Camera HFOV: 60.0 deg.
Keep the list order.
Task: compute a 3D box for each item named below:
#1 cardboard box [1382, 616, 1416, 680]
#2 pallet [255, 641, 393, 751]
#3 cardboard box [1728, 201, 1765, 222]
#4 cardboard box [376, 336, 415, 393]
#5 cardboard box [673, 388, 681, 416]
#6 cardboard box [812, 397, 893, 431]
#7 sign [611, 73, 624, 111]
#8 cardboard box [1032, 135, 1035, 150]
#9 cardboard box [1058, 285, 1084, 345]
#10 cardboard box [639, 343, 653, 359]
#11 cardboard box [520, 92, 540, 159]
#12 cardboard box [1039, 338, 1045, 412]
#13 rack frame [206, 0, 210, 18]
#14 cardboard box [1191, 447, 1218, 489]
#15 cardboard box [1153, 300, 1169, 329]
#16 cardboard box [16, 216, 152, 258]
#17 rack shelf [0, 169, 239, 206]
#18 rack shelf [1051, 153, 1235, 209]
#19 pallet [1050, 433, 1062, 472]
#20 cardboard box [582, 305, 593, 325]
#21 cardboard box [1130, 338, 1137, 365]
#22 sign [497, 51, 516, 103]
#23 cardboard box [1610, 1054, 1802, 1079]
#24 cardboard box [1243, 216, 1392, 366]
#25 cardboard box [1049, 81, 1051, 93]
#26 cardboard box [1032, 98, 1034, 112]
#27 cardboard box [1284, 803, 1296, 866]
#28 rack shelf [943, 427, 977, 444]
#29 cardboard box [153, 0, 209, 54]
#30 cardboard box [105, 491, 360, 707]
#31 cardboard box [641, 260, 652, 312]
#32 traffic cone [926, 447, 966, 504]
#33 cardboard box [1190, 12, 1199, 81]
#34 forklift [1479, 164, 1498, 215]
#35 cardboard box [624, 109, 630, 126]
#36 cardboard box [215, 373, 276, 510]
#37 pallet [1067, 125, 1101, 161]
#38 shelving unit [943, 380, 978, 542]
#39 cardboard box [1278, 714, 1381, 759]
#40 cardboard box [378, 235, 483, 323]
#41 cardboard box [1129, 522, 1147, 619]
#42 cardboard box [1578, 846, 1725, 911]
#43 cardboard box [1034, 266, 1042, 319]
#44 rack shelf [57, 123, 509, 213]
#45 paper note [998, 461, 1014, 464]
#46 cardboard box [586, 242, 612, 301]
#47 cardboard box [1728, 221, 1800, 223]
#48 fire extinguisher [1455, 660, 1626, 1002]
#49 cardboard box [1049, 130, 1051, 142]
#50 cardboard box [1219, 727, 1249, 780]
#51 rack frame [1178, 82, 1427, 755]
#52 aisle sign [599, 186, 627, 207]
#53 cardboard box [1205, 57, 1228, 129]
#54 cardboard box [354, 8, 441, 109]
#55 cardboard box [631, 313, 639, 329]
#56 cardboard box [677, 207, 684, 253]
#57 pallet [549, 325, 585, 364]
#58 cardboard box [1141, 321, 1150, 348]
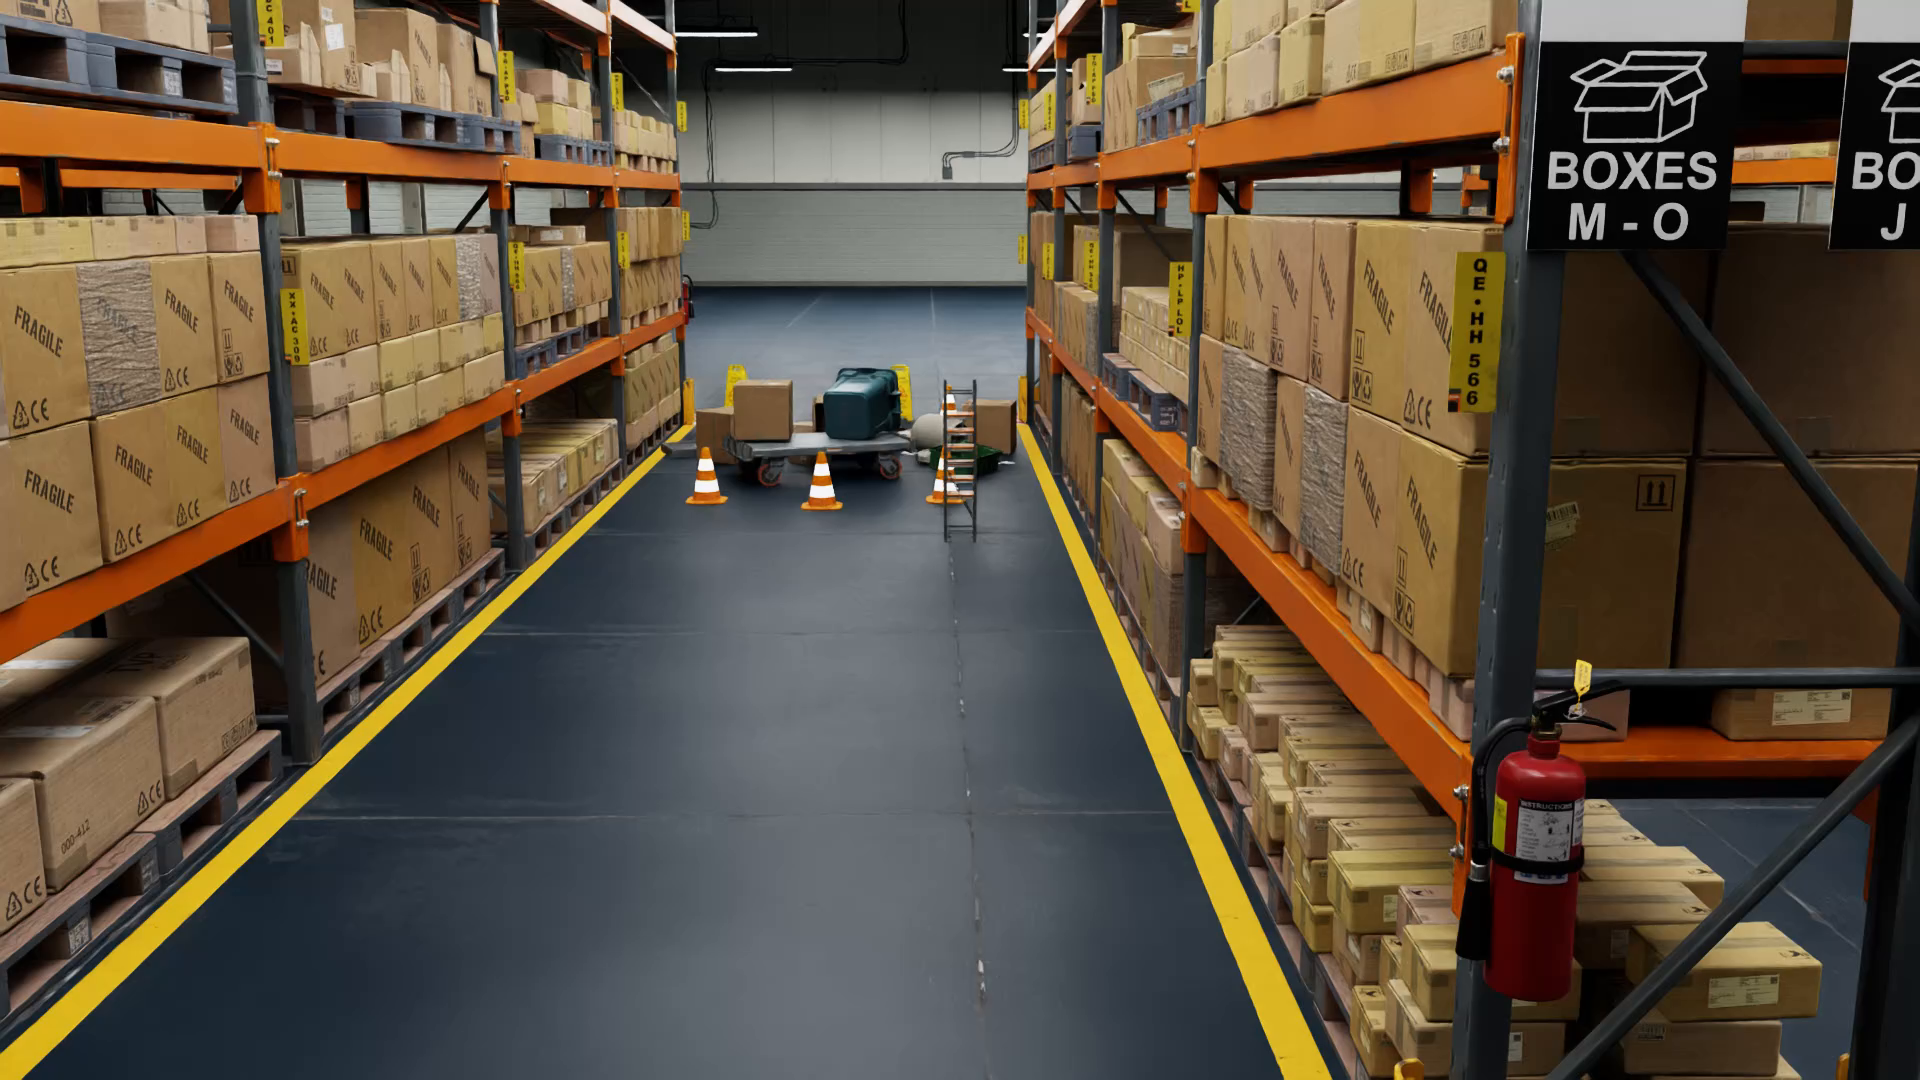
[{"bbox_3d":[1.331,0.262,4.357,0.380,0.149,0.250,0,11,-2],"label":"cardboard box"},{"bbox_3d":[-3.513,0.760,8.280,1.003,0.211,1.213,0,11,-1],"label":"pallet"},{"bbox_3d":[6.197,-2.425,14.405,1.000,1.000,1.000,0,11,-1],"label":"cardboard box"},{"bbox_3d":[-3.172,-0.917,8.656,0.500,0.250,0.500,0,11,0],"label":"cardboard box"},{"bbox_3d":[-3.384,-1.532,18.428,0.500,0.250,0.500,0,11,-1],"label":"cardboard box"},{"bbox_3d":[-1.102,-1.276,17.585,0.797,0.503,0.637,-10,15,-40],"label":"cardboard box"},{"bbox_3d":[-3.032,-3.963,14.713,0.100,0.325,0.005,0,11,-1],"label":"sign"},{"bbox_3d":[0.974,-4.311,18.043,0.380,0.149,0.250,0,11,-1],"label":"cardboard box"},{"bbox_3d":[1.113,-1.927,14.261,0.500,0.500,0.500,0,11,-1],"label":"cardboard box"},{"bbox_3d":[-3.293,-1.886,16.654,0.380,0.149,0.250,0,11,2],"label":"cardboard box"},{"bbox_3d":[-3.565,-3.072,12.353,0.797,0.503,0.637,0,11,-1],"label":"cardboard box"},{"bbox_3d":[1.357,-1.909,18.712,0.875,0.875,0.875,0,11,-1],"label":"cardboard box"},{"bbox_3d":[-8.632,-5.757,18.306,1.000,3.000,0.127,0,11,-1],"label":"rack frame"},{"bbox_3d":[1.204,-0.313,7.188,0.380,0.149,0.250,0,11,1],"label":"cardboard box"},{"bbox_3d":[1.288,-1.259,9.302,0.380,0.149,0.250,0,11,-2],"label":"cardboard box"},{"bbox_3d":[-3.182,-1.097,6.026,0.380,0.149,0.250,0,11,-2],"label":"cardboard box"},{"bbox_3d":[-8.591,-3.537,16.716,1.077,0.370,4.000,0,11,-1],"label":"rack shelf"},{"bbox_3d":[1.401,-2.804,13.100,1.077,0.370,4.000,0,11,-1],"label":"rack shelf"},{"bbox_3d":[1.422,-0.869,16.310,1.003,0.211,1.213,0,11,-1],"label":"pallet"},{"bbox_3d":[-3.263,-1.871,13.811,0.380,0.149,0.250,0,11,-1],"label":"cardboard box"},{"bbox_3d":[1.261,-1.175,10.380,0.380,0.149,0.250,0,11,2],"label":"cardboard box"},{"bbox_3d":[-2.949,-3.011,10.813,0.100,0.325,0.005,0,11,-1],"label":"sign"},{"bbox_3d":[1.917,1.387,4.290,0.380,0.149,0.250,0,11,0],"label":"cardboard box"},{"bbox_3d":[1.296,-0.884,5.860,0.500,0.500,0.500,0,11,0],"label":"cardboard box"},{"bbox_3d":[1.028,-4.198,15.482,0.380,0.149,0.250,0,11,-1],"label":"cardboard box"},{"bbox_3d":[0.976,-4.703,17.972,0.380,0.149,0.250,0,11,-2],"label":"cardboard box"},{"bbox_3d":[1.289,0.986,5.520,0.380,0.149,0.250,0,11,2],"label":"cardboard box"},{"bbox_3d":[0.000,-0.783,12.415,0.258,0.103,0.180,0,11,-1],"label":"rack shelf"},{"bbox_3d":[-3.089,-1.986,6.292,0.396,0.266,0.258,0,11,1],"label":"cardboard box"},{"bbox_3d":[-3.515,0.259,8.024,0.875,0.875,0.875,0,11,1],"label":"cardboard box"},{"bbox_3d":[-3.349,-2.526,16.468,0.500,0.500,0.500,0,11,-2],"label":"cardboard box"},{"bbox_3d":[-0.122,-0.568,14.194,0.336,0.463,0.334,0,11,-1],"label":"traffic cone"},{"bbox_3d":[1.624,-2.528,8.613,0.797,0.503,0.637,0,11,-2],"label":"cardboard box"},{"bbox_3d":[4.662,-1.439,12.282,3.031,2.935,1.130,0,11,0],"label":"forklift"},{"bbox_3d":[-3.298,-3.949,15.563,0.380,0.149,0.250,-1,11,-3],"label":"cardboard box"},{"bbox_3d":[-3.157,-0.411,6.789,0.500,0.500,0.500,0,11,-1],"label":"cardboard box"},{"bbox_3d":[1.376,-2.794,11.717,1.213,0.211,1.003,0,11,1],"label":"pallet"},{"bbox_3d":[0.000,-0.591,12.454,0.258,1.200,0.189,0,11,-1],"label":"shelving unit"},{"bbox_3d":[1.366,0.737,5.999,0.380,0.149,0.250,-1,11,-4],"label":"cardboard box"},{"bbox_3d":[-3.213,-1.584,10.054,0.500,0.500,0.500,0,11,0],"label":"cardboard box"},{"bbox_3d":[1.241,0.176,9.380,0.500,0.500,0.500,0,11,-2],"label":"cardboard box"},{"bbox_3d":[1.933,0.991,4.748,0.380,0.149,0.250,0,11,-1],"label":"cardboard box"},{"bbox_3d":[1.249,-2.658,17.738,0.875,0.550,0.550,0,11,-1],"label":"cardboard box"},{"bbox_3d":[-3.463,-1.968,8.981,1.077,0.370,4.000,0,11,-1],"label":"rack shelf"},{"bbox_3d":[0.440,-0.759,16.222,0.147,0.020,0.142,-10,15,-40],"label":"paper note"},{"bbox_3d":[-3.348,-2.353,14.558,0.500,0.500,0.500,0,11,-2],"label":"cardboard box"},{"bbox_3d":[1.847,-0.574,4.329,0.500,0.500,0.500,0,11,0],"label":"cardboard box"},{"bbox_3d":[1.151,0.574,3.317,0.296,0.674,0.183,0,11,-1],"label":"fire extinguisher"},{"bbox_3d":[1.027,-3.807,15.558,0.380,0.149,0.250,0,11,0],"label":"cardboard box"},{"bbox_3d":[1.274,0.874,6.823,0.380,0.149,0.250,0,11,-1],"label":"cardboard box"},{"bbox_3d":[1.525,-0.494,7.448,1.000,3.000,0.127,0,11,-1],"label":"rack frame"},{"bbox_3d":[-3.981,-4.124,18.802,0.394,0.787,0.004,0,11,-1],"label":"aisle sign"},{"bbox_3d":[1.271,-1.797,6.705,0.500,0.250,0.500,0,11,2],"label":"cardboard box"},{"bbox_3d":[-3.178,-2.624,9.097,0.500,0.500,0.500,0,11,-1],"label":"cardboard box"},{"bbox_3d":[-3.336,-2.136,16.176,0.380,0.149,0.250,0,11,1],"label":"cardboard box"},{"bbox_3d":[-3.441,-3.423,18.371,0.700,0.500,0.500,-1,11,-3],"label":"cardboard box"},{"bbox_3d":[-3.586,-1.548,13.125,1.003,0.211,1.213,0,11,-1],"label":"pallet"},{"bbox_3d":[1.278,-1.214,9.824,0.380,0.149,0.250,0,11,-1],"label":"cardboard box"}]
